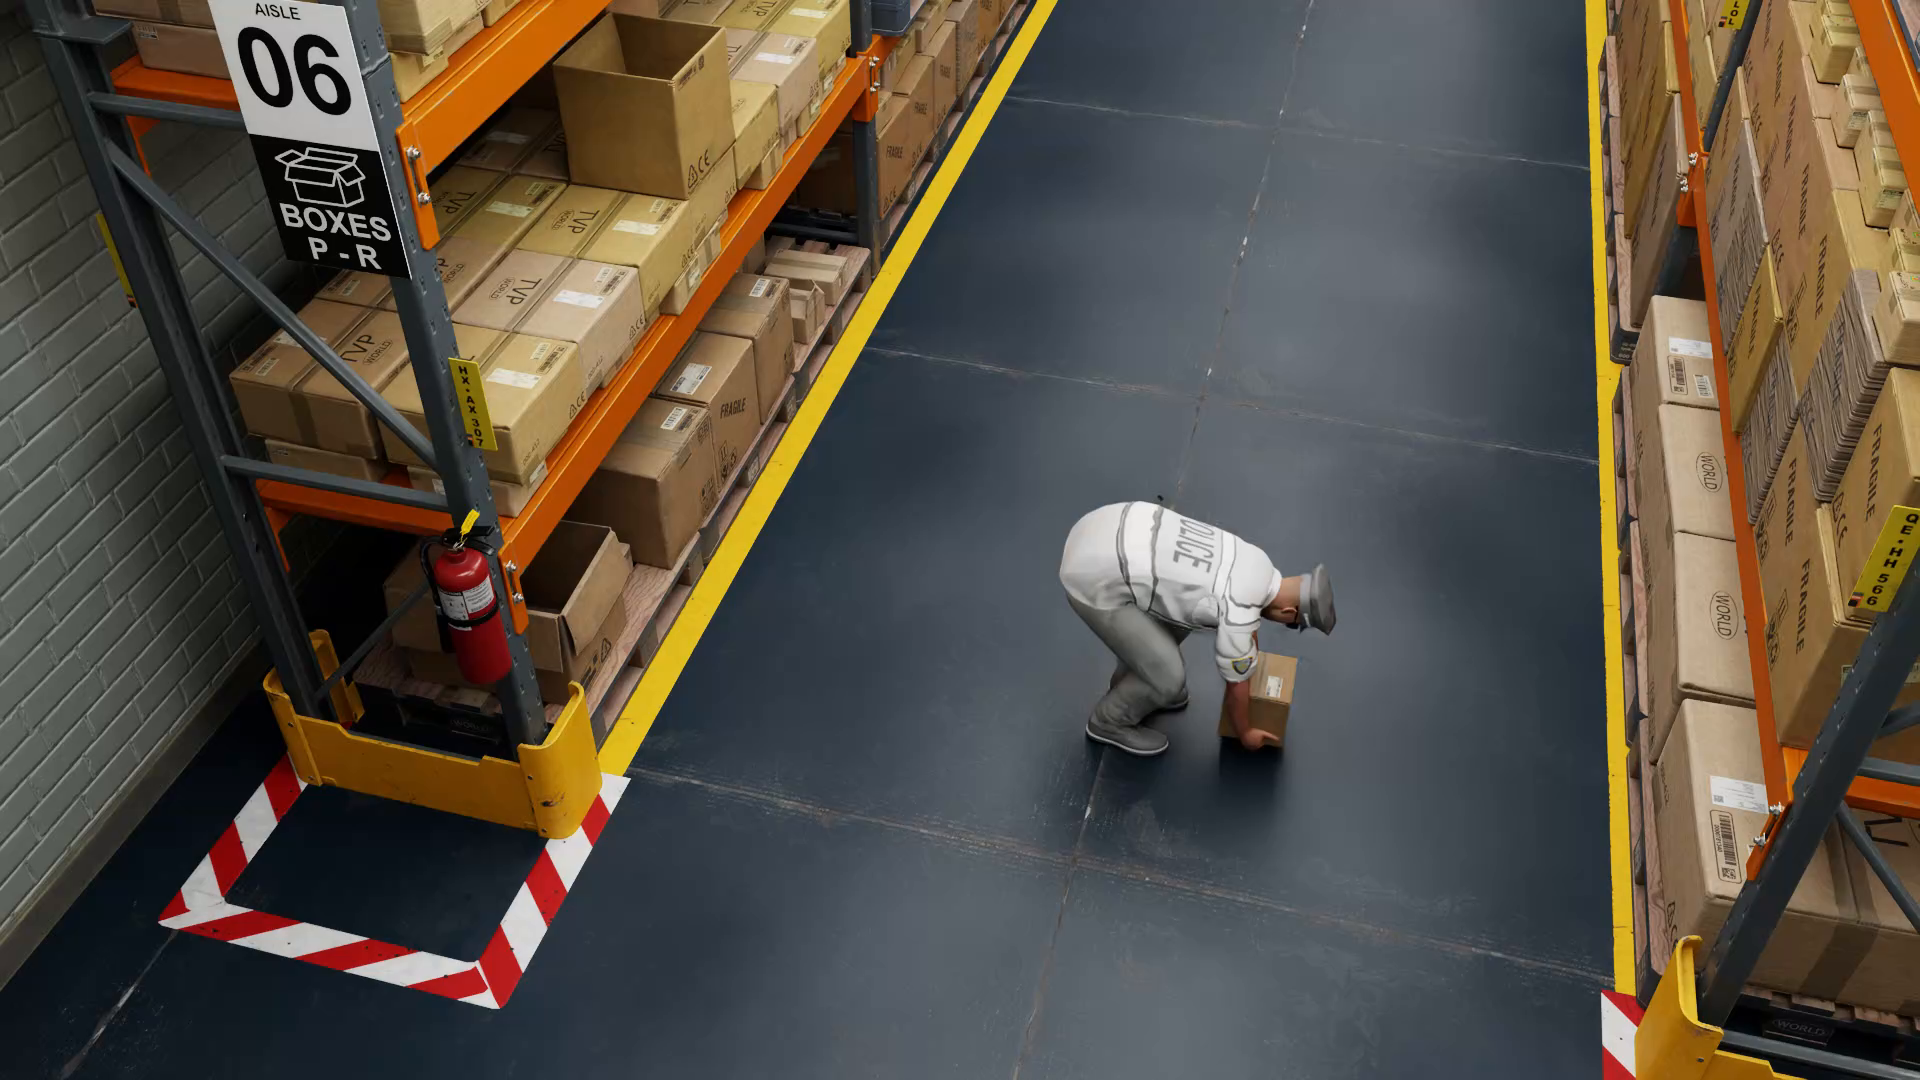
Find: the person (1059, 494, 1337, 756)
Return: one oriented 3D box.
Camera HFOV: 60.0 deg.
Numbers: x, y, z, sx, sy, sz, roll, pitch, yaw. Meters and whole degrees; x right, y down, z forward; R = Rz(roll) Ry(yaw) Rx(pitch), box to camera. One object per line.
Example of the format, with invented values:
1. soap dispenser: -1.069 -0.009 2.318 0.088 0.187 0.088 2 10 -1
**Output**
1. person: 0.883 0.353 6.305 1.030 1.020 0.515 8 41 9
